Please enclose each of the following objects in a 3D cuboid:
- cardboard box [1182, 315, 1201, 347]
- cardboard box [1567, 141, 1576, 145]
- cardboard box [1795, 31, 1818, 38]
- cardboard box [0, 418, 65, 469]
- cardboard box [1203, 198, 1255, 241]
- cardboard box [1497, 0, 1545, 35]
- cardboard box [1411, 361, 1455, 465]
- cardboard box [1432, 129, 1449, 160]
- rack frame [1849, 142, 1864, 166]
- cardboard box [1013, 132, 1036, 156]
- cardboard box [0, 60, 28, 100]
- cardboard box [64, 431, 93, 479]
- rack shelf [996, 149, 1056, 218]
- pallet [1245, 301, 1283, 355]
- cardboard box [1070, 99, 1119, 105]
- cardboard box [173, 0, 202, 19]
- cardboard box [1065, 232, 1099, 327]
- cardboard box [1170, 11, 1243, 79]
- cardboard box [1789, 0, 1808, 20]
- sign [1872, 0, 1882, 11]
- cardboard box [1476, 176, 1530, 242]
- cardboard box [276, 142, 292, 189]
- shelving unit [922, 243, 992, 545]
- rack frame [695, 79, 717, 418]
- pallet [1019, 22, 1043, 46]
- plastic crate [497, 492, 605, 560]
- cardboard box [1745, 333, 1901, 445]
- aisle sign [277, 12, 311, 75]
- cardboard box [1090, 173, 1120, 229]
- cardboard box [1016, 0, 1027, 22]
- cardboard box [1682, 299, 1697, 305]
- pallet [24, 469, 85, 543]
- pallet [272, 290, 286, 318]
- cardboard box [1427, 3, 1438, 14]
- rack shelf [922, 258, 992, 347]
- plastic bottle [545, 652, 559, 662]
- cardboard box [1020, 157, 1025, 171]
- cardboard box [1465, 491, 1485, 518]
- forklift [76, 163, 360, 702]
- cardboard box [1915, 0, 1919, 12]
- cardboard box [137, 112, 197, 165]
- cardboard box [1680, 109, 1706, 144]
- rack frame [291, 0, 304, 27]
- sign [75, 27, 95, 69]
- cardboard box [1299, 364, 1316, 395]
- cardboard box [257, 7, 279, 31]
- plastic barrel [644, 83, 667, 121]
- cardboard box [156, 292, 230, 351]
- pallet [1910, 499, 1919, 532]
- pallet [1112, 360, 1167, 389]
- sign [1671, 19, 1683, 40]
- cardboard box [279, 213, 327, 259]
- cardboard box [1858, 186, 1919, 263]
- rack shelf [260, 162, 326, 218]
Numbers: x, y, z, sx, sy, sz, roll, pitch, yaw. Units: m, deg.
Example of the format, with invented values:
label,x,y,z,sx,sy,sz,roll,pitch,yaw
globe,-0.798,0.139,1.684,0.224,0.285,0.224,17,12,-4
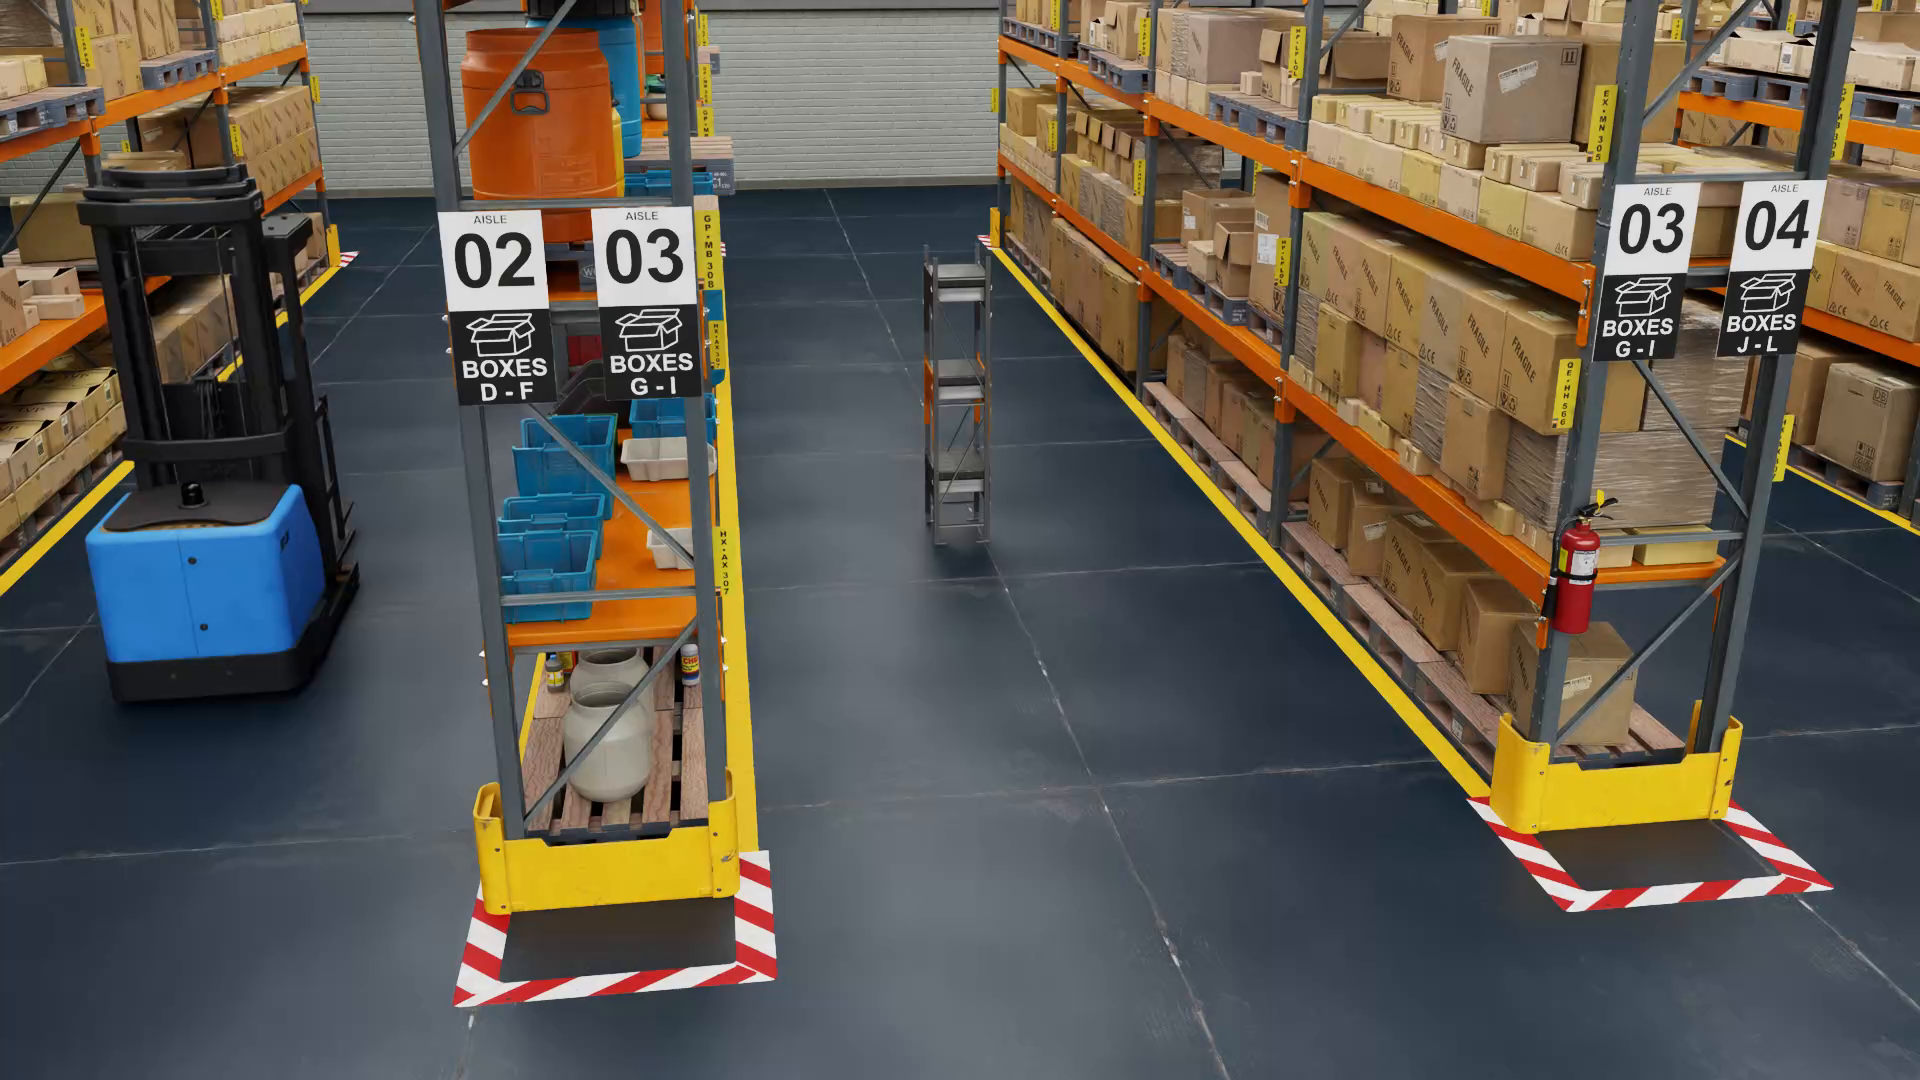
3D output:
label,x,y,z,sx,sy,sz,roll,pitch,yaw
cardboard box,2.302,-1.925,14.956,0.500,0.250,0.500,-2,21,-6
cardboard box,3.364,-2.080,8.856,0.380,0.149,0.250,-4,21,-10
cardboard box,7.546,-4.245,14.391,0.500,0.311,0.500,-3,21,-8
cardboard box,-7.087,-0.745,12.453,0.500,0.311,0.500,-2,21,-6
cardboard box,2.472,-2.640,14.254,0.700,0.500,0.500,0,20,0
cardboard box,6.467,-5.882,18.646,0.700,0.500,0.500,-3,21,-8
cardboard box,3.056,-0.720,9.288,0.875,0.500,0.500,-3,21,-8
cardboard box,2.806,-2.150,9.042,0.380,0.149,0.250,-4,21,-11
rack frame,11.405,-4.654,20.390,1.000,3.000,0.127,-3,21,-8
cardboard box,0.975,-5.075,21.305,0.500,0.250,0.500,-4,21,-10
cardboard box,-7.413,-3.468,12.541,0.500,0.250,0.500,-2,21,-6
cardboard box,-7.163,-0.657,13.019,0.500,0.250,0.500,-2,21,-7
rack shelf,1.311,-4.510,21.032,1.077,0.370,4.000,-3,21,-8
pallet,2.786,-1.567,12.398,1.003,0.211,1.213,-3,21,-8
cardboard box,1.640,-5.104,20.313,0.500,0.500,0.500,-4,21,-9
cardboard box,-8.312,-5.743,17.446,0.700,0.500,0.500,-3,21,-8
cardboard box,1.840,-2.826,17.931,1.225,0.875,0.875,-4,21,-10
cardboard box,2.058,-4.104,13.773,0.500,0.500,0.500,-3,21,-7
cardboard box,10.971,-7.029,21.576,0.500,0.500,0.500,-3,21,-7
sign,10.856,-6.310,19.685,0.100,0.325,0.005,-3,21,-8
cardboard box,2.933,-1.661,8.304,0.500,0.250,0.500,-3,21,-7
cardboard box,-8.230,-4.419,19.619,0.500,0.500,0.500,-3,21,-9
shelving unit,-0.024,-1.041,12.002,0.431,2.100,0.503,-3,21,-8
rack frame,-2.726,-2.520,14.675,1.000,3.000,0.127,-3,21,-8
pallet,1.319,-6.223,20.431,1.003,0.211,1.213,-3,21,-8
plastic crate,-2.029,-0.063,8.311,0.499,0.251,0.408,-3,21,-8
cardboard box,7.361,-1.287,13.990,1.050,0.750,0.750,-3,21,-8
aisle sign,-8.488,-6.298,21.075,0.394,0.787,0.004,-3,21,-8
cardboard box,1.642,-3.503,17.166,0.500,0.500,0.500,-3,21,-7
cardboard box,1.112,-6.857,21.114,0.700,0.500,0.500,-4,21,-10
cardboard box,3.454,-1.032,8.694,0.500,0.500,0.500,-3,21,-8
pallet,-7.375,-0.256,12.601,1.003,0.211,1.213,-3,21,-8
pallet,-8.303,-2.587,18.842,1.003,0.211,1.213,-3,21,-8
cardboard box,6.060,-6.447,20.402,0.500,0.250,0.500,-2,21,-6
rack shelf,-0.024,-1.684,11.762,0.431,0.518,0.480,-3,21,-8
plastic bottle,-2.306,0.663,9.406,0.061,0.283,0.133,-2,21,-6
cardboard box,0.970,-4.750,21.005,0.380,0.149,0.250,-3,21,-9
cardboard box,2.940,-0.228,8.899,0.380,0.149,0.250,-3,21,-8
forklift,-4.610,-0.926,10.507,1.130,2.935,3.031,-3,21,-9
cardboard box,11.245,-5.983,18.918,0.500,0.500,0.500,-3,21,-9
cardboard box,-8.534,-4.333,17.959,0.500,0.500,0.500,-3,21,-7
cardboard box,10.614,-5.905,23.597,0.500,0.500,0.500,-3,21,-8
rack frame,-8.781,-7.851,20.376,1.000,3.000,0.127,-3,21,-8
sign,-7.078,-3.981,13.448,0.100,0.325,0.005,-3,21,-8
cardboard box,2.509,-1.090,11.206,0.380,0.149,0.250,-3,21,-8
cardboard box,-8.314,-6.099,19.470,0.500,0.250,0.500,-3,21,-8
plastic barrel,-2.312,-3.431,13.027,0.301,0.262,0.301,0,20,0
cardboard box,-7.715,-2.189,16.735,0.500,0.500,0.500,-3,21,-7
pallet,7.707,-0.026,11.984,1.003,0.211,1.213,-3,21,-8
pallet,2.136,-1.740,16.573,1.003,0.211,1.213,-3,21,-8
sign,6.561,-4.605,15.233,0.100,0.325,0.005,-3,21,-8
cardboard box,-8.459,-3.900,21.315,0.500,0.500,0.500,-3,21,-8
cardboard box,7.521,-2.464,12.956,0.700,0.500,0.500,-3,21,-9
rack shelf,-8.493,-4.011,19.698,1.077,0.370,4.000,-3,21,-8
